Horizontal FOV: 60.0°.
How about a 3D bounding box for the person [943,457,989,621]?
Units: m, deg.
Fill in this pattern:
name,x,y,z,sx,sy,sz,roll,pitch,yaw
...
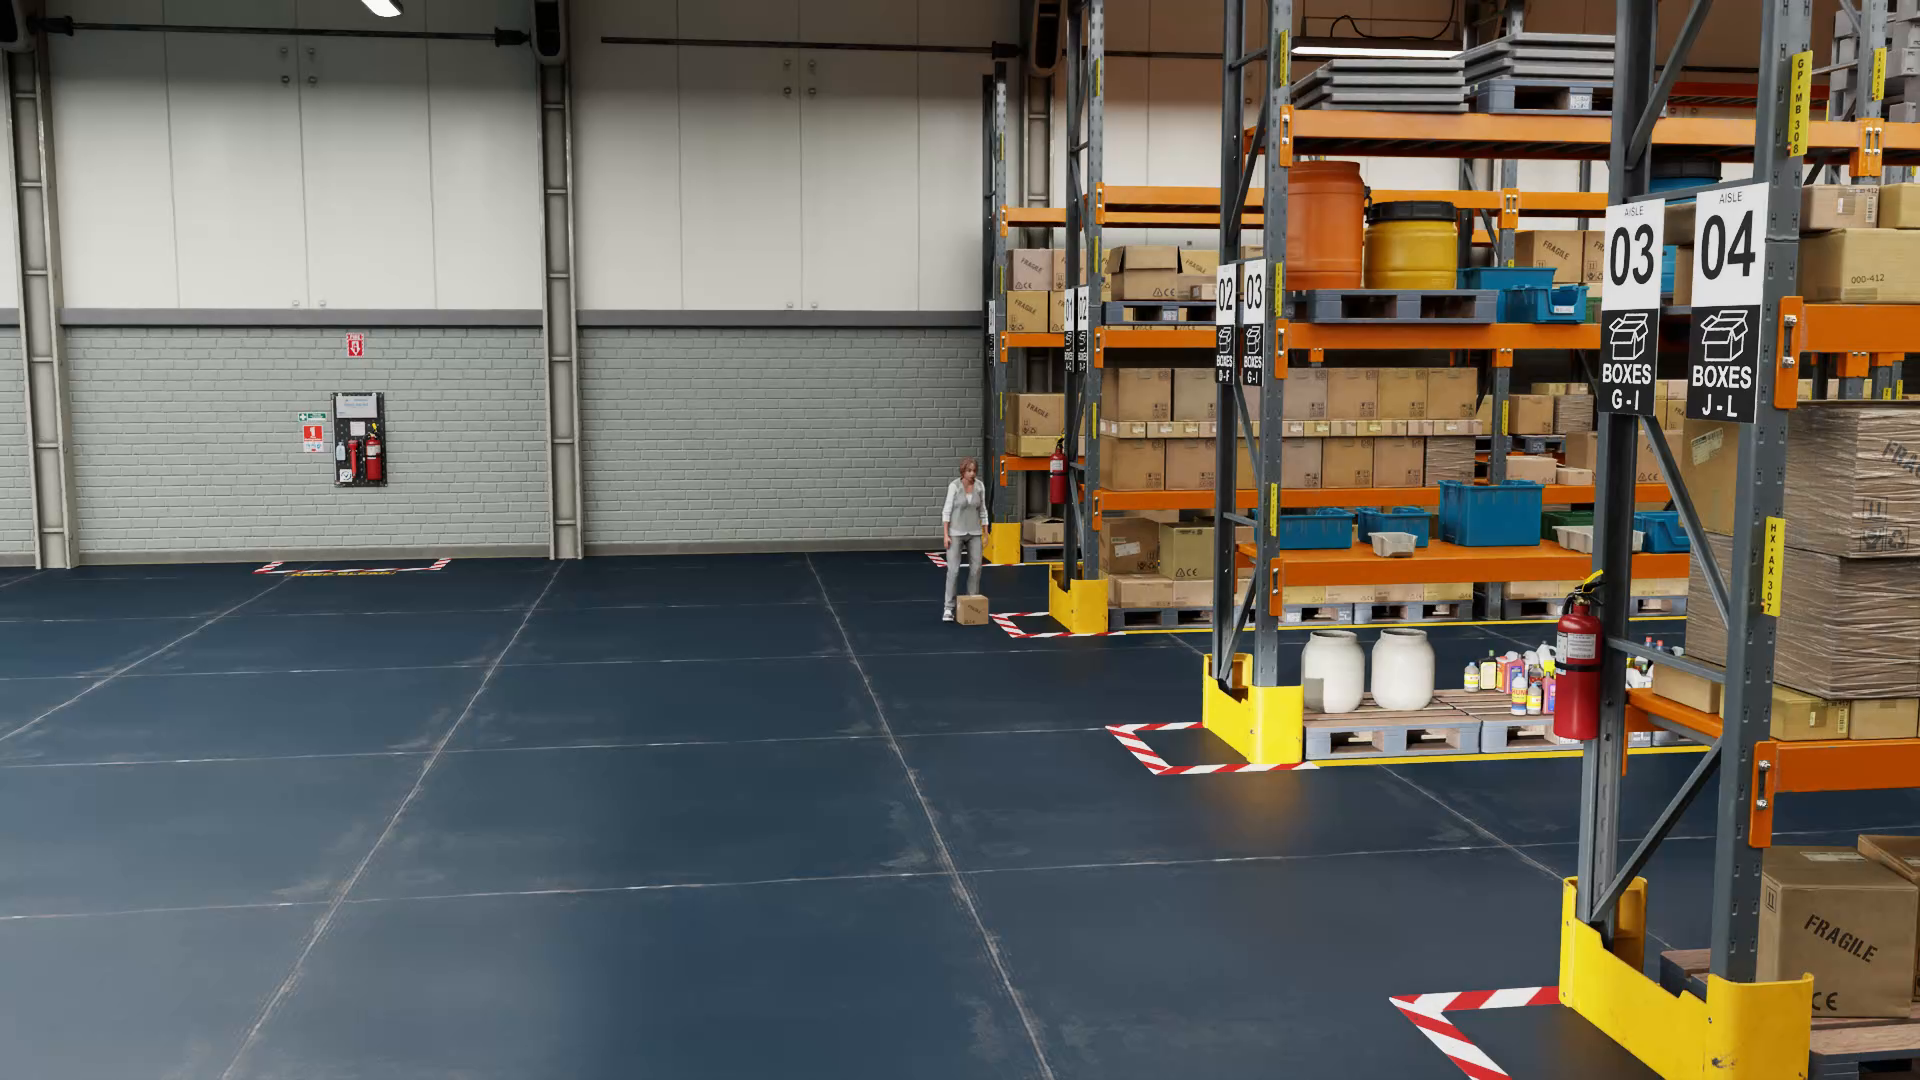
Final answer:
name,x,y,z,sx,sy,sz,roll,pitch,yaw
person,0.049,-0.020,16.195,0.486,1.593,0.344,-2,7,-16
